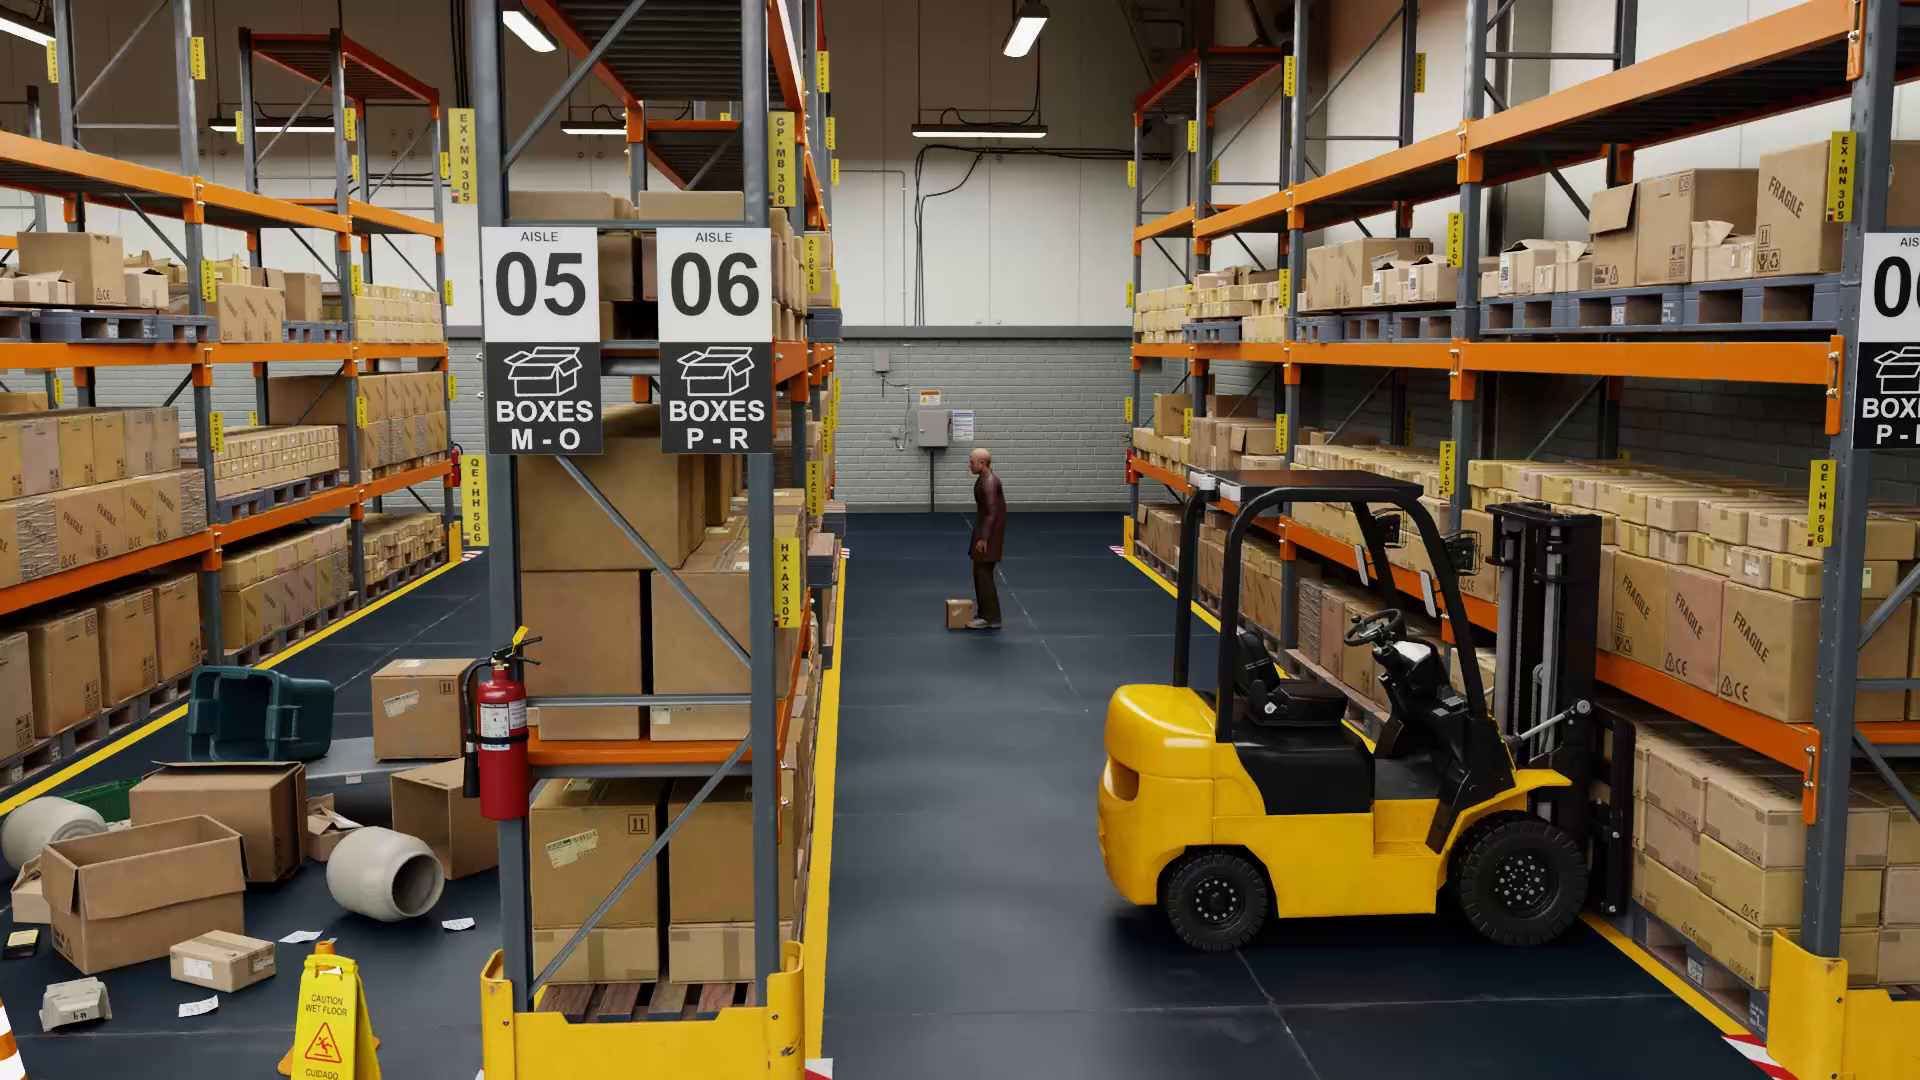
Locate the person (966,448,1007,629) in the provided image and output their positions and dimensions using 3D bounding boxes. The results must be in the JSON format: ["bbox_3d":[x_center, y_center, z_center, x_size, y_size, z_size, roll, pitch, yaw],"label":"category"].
[{"bbox_3d":[0.245,-0.024,16.501,0.426,1.774,0.644,0,7,-3],"label":"person"}]
